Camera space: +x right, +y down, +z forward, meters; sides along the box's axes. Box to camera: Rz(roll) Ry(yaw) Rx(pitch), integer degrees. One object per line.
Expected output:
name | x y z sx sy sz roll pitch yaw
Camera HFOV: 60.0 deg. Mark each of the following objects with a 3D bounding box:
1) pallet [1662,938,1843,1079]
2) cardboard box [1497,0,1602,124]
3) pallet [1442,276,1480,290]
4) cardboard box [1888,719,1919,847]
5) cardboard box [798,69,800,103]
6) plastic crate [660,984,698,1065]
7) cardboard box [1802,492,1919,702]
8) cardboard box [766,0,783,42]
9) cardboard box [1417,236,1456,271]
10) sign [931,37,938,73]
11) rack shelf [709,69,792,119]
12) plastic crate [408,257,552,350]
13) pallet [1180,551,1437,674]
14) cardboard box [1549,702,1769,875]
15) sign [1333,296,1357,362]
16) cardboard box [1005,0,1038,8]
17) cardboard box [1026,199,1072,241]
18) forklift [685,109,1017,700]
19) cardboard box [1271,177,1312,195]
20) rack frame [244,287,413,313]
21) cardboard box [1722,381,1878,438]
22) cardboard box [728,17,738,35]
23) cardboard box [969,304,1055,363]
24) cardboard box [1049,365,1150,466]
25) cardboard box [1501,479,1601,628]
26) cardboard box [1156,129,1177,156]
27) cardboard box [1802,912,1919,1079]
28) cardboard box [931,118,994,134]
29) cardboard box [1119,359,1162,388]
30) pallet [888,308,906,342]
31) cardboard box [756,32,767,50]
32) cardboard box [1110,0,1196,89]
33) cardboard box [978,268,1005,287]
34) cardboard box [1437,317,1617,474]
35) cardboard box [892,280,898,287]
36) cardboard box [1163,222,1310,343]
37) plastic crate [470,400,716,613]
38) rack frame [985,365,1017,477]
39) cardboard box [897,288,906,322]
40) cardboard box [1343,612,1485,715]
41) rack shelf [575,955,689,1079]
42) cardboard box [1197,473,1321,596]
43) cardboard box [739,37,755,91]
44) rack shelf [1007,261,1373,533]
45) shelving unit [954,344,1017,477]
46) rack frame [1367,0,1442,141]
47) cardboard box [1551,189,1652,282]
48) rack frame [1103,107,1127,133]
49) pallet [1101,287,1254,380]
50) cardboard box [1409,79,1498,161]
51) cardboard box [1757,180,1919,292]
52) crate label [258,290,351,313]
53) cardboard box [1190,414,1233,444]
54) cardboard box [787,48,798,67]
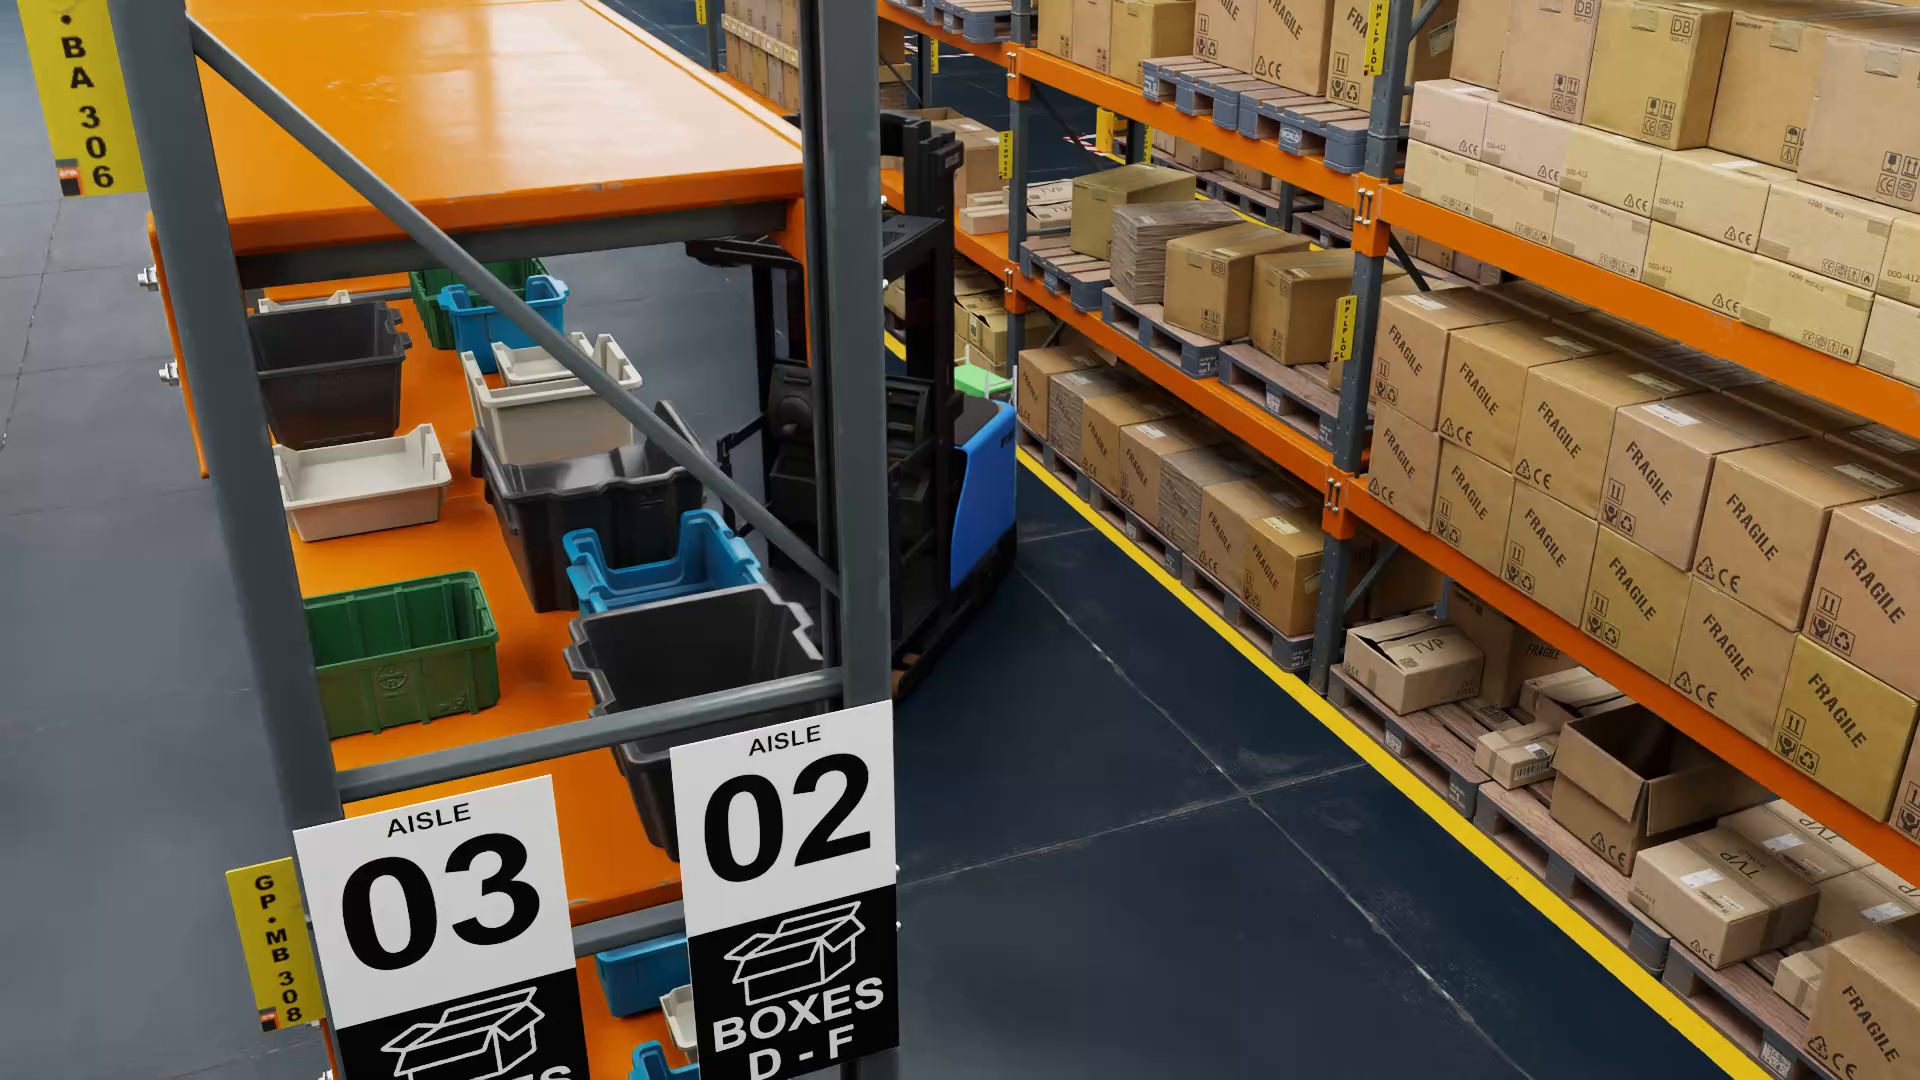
pallet | 3.615 1.908 6.602 1.003 0.211 1.213 -11 28 -21
cardboard box | 2.682 -2.034 6.824 0.700 0.500 0.500 -11 28 -21
pallet | 5.076 -2.138 14.888 1.003 0.211 1.213 -11 28 -21
cardboard box | 3.532 0.828 5.521 0.500 0.500 0.500 -10 28 -19
cardboard box | -1.134 -4.272 15.967 0.700 0.500 0.500 -11 28 -21
plastic crate | -0.711 1.375 4.748 0.250 0.136 0.298 -11 28 -21
cardboard box | 3.332 0.177 5.716 0.500 0.500 0.500 -10 28 -19
cardboard box | -1.511 -5.251 16.493 0.700 0.500 0.500 -11 28 -21
cardboard box | 4.736 -2.855 15.526 0.700 0.500 0.500 -11 28 -21
sign | -0.246 -4.419 15.153 0.100 0.325 0.005 -11 28 -21
rack shelf | -1.525 -4.321 17.002 1.077 0.370 4.000 -11 28 -21
plastic crate | -1.724 -0.892 5.980 0.450 0.188 0.662 -11 28 -21
pallet | 2.038 0.324 9.847 1.003 0.211 1.213 -11 28 -21
cardboard box | 3.132 1.074 7.475 0.797 0.503 0.637 -11 28 -21
sign | 1.882 -1.031 8.123 0.100 0.325 0.005 -11 28 -21
cardboard box | 0.595 -3.865 11.521 0.500 0.250 0.500 -13 29 -24
cardboard box | 0.722 -2.337 12.219 0.500 0.311 0.500 -9 27 -17
forklift | -0.687 -0.665 8.772 1.130 2.935 3.031 11 28 20
cardboard box | 3.578 -3.825 17.894 0.380 0.166 0.250 -15 30 -27
rack frame | -2.168 0.242 6.836 1.000 3.000 0.127 -11 28 -21
cardboard box | 3.423 -0.329 6.751 0.500 0.500 0.500 -11 28 -21
cardboard box | -2.247 -5.487 17.716 0.380 0.149 0.250 -11 28 -22
cardboard box | 0.393 -1.597 12.617 0.500 0.311 0.500 -10 28 -19
cardboard box | 0.950 -0.854 11.427 0.500 0.500 0.500 -12 28 -22
cardboard box | 2.737 0.009 7.200 0.500 0.500 0.500 -11 28 -21
cardboard box | 2.660 -4.769 19.662 0.500 0.311 0.500 -8 27 -16
cardboard box | 3.518 1.756 6.083 0.500 0.500 0.500 -11 28 -21
cardboard box | -0.054 -3.154 13.678 0.500 0.500 0.500 -11 28 -21
cardboard box | 1.433 -1.275 11.435 0.500 0.250 0.500 -9 28 -19
pallet | 0.064 -1.800 14.196 1.003 0.211 1.213 -11 28 -21
cardboard box | -1.847 -5.073 16.869 0.380 0.149 0.250 -11 28 -21
cardboard box | 1.430 -3.029 10.002 0.910 0.500 0.500 -11 28 -21
cardboard box | 0.479 -2.106 13.661 0.500 0.311 0.500 -11 28 -22
cardboard box | 2.519 -0.655 7.419 0.500 0.500 0.500 -11 28 -22
cardboard box | -0.414 -2.421 14.306 0.500 0.311 0.500 -12 28 -22
cardboard box | 1.642 -1.544 9.901 0.700 0.500 0.500 -19 32 -33
plastic crate | -0.947 -0.127 4.244 0.504 0.338 0.767 -11 28 -21
rack frame | 0.252 -0.499 10.404 0.240 1.200 0.015 -18 31 -33
cardboard box | -0.209 -1.964 14.009 0.500 0.250 0.500 -10 28 -20
cardboard box | 2.356 0.610 8.646 0.500 0.311 0.500 -11 28 -21
rack shelf | -1.385 1.373 5.340 1.077 0.370 4.000 -11 28 -21
cardboard box | 1.748 -0.033 9.746 0.500 0.500 0.500 -10 28 -20
cardboard box | -1.927 -5.095 17.653 0.700 0.500 0.500 -10 28 -19
rack shelf | 1.608 -1.092 10.387 1.077 0.370 4.000 -11 28 -21
shelving unit | 0.104 -0.584 10.579 0.258 1.200 0.503 -18 31 -33
rack frame | 2.391 -3.303 7.259 1.000 3.000 0.127 -11 28 -21
cardboard box | 2.740 -1.245 6.632 0.500 0.250 0.500 -11 28 -21
rack frame | 2.248 -6.305 20.244 1.000 3.000 0.127 -11 28 -21
pallet | 1.590 -1.352 10.319 1.003 0.211 1.213 -11 28 -21
cardboard box | 2.353 -1.874 7.351 0.500 0.250 0.500 -11 28 -21
cardboard box | 3.133 -1.066 5.696 0.500 0.250 0.500 -11 28 -21
crate label | -2.242 -0.740 5.729 0.293 0.136 0.466 -11 28 -21
cardboard box | 1.820 -0.540 10.784 0.500 0.500 0.500 -12 28 -23
cardboard box | -1.442 -4.658 16.017 0.380 0.149 0.250 -11 28 -21
